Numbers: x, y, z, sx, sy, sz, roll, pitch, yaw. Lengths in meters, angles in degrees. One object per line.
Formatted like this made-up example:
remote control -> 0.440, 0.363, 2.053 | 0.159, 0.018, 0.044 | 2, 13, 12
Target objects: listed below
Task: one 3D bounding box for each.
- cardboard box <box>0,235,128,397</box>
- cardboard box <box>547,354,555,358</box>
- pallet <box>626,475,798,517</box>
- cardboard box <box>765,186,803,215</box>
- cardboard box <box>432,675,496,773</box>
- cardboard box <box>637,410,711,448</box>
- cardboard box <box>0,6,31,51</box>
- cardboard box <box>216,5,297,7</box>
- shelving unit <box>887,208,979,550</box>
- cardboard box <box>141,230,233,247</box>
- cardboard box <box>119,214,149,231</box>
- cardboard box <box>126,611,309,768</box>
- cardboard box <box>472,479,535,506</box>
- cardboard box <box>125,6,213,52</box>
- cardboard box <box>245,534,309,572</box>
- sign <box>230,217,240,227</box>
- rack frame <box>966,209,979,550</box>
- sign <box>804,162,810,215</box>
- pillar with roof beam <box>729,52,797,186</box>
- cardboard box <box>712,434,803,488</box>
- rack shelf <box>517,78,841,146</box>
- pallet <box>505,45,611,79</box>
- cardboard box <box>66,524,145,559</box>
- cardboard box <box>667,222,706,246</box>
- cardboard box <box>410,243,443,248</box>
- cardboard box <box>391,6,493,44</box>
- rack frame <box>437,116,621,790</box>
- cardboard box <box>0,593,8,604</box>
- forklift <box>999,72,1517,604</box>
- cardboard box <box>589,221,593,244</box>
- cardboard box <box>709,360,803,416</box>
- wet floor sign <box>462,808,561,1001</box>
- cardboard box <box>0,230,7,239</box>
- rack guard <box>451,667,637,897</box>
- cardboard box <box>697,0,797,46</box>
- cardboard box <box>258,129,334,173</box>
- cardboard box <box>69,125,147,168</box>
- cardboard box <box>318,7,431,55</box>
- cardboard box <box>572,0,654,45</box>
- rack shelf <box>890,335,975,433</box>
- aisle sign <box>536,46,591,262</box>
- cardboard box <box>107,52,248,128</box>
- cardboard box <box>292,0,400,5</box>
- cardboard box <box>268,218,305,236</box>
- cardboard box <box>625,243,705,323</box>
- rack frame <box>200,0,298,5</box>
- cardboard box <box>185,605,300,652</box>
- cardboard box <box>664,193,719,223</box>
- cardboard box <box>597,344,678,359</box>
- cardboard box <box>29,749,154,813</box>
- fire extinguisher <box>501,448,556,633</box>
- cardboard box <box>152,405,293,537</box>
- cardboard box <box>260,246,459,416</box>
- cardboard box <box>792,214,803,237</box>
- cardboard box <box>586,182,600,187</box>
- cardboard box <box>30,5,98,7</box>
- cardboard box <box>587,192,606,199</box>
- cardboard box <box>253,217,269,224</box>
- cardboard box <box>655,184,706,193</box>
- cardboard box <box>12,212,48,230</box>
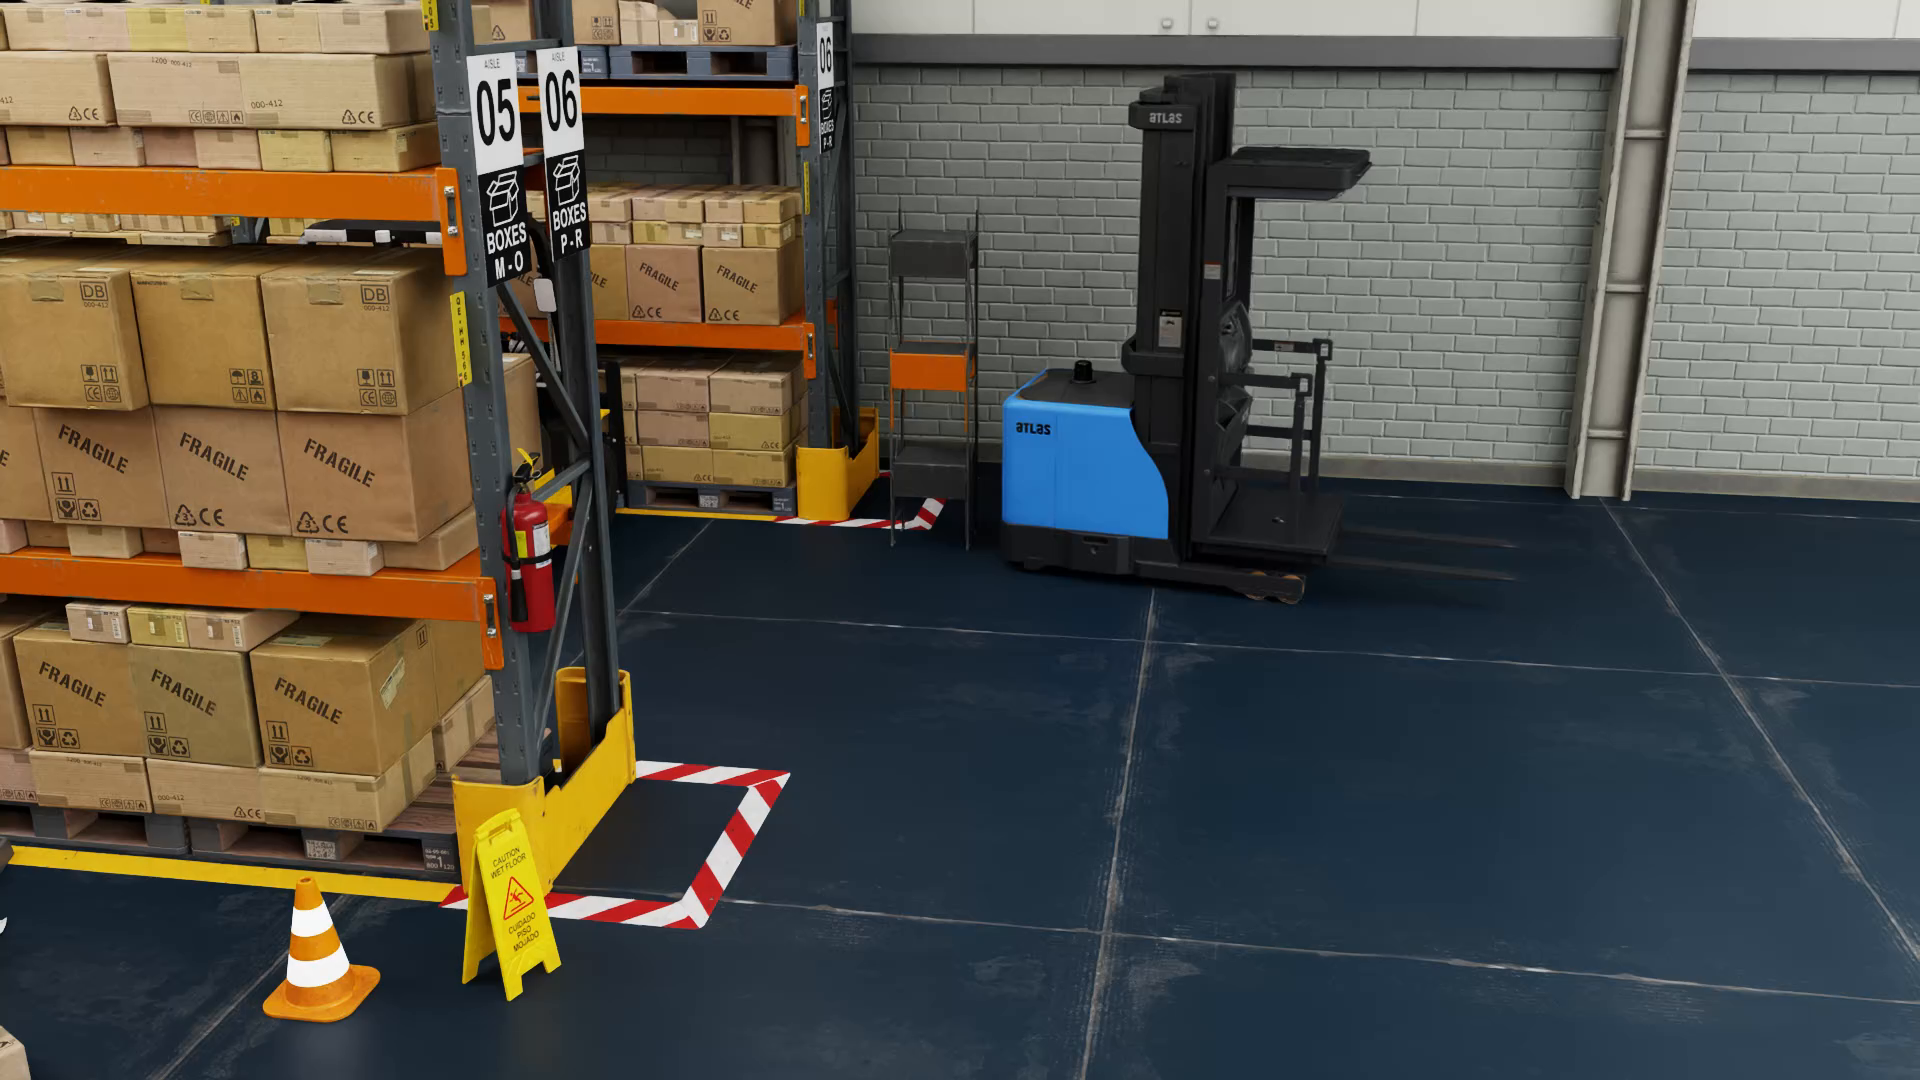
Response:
cardboard box -> -3.680, -0.892, 6.540 | 0.500, 0.500, 0.700 | 3, 19, 8
cardboard box -> -2.877, -1.106, 11.479 | 0.500, 0.250, 0.500 | 3, 19, 8
pallet -> -1.631, -0.441, 11.787 | 1.213, 0.211, 1.003 | 3, 19, 9
cardboard box -> -1.167, -2.318, 11.354 | 0.250, 0.149, 0.380 | 3, 19, 8
cardboard box -> -2.405, 0.795, 7.371 | 0.500, 0.250, 0.500 | 3, 19, 8
cardboard box -> -1.893, -0.825, 11.425 | 0.500, 0.250, 0.500 | 3, 19, 8
cardboard box -> -3.553, -1.855, 6.032 | 0.250, 0.149, 0.380 | 3, 19, 10
cardboard box -> -2.696, -2.021, 6.529 | 0.250, 0.149, 0.380 | 3, 19, 8
shelving unit -> -0.163, -1.004, 10.495 | 0.503, 2.100, 0.431 | 3, 19, 9
cardboard box -> -5.344, -2.050, 11.650 | 0.500, 0.250, 0.500 | 3, 19, 7
cardboard box -> -5.682, -2.278, 11.703 | 0.250, 0.149, 0.380 | 3, 19, 9
cardboard box -> -3.001, 0.583, 6.823 | 0.500, 0.500, 0.500 | 4, 19, 11
cardboard box -> -1.955, -0.145, 6.906 | 0.250, 0.149, 0.380 | 3, 19, 9
cardboard box -> -2.779, -1.849, 6.015 | 0.250, 0.149, 0.380 | 3, 19, 9
cardboard box -> -2.573, -0.013, 6.510 | 0.250, 0.149, 0.380 | 3, 19, 8
sign -> -4.895, -2.280, 11.190 | 0.005, 0.325, 0.100 | 3, 19, 9
rack frame -> 0.078, -0.992, 10.458 | 0.015, 2.100, 0.400 | 3, 19, 9
sign -> -0.969, -2.230, 10.542 | 0.005, 0.325, 0.100 | 3, 19, 9
pillar with roof beam -> -2.096, -3.551, 7.235 | 0.400, 9.000, 9.100 | 3, 19, 9
cardboard box -> -1.383, -0.558, 11.414 | 0.500, 0.250, 0.500 | 3, 19, 9
rack shelf -> -2.844, -2.920, 11.208 | 4.000, 0.370, 1.077 | 3, 19, 9
pallet -> -2.771, -3.223, 11.119 | 1.213, 0.211, 1.003 | 3, 19, 9
cardboard box -> -3.330, -0.058, 6.644 | 0.250, 0.149, 0.380 | 3, 19, 8
cardboard box -> -1.759, -2.058, 11.047 | 0.250, 0.149, 0.380 | 3, 19, 10
cardboard box -> -3.405, -1.836, 11.406 | 0.500, 0.500, 0.500 | 3, 19, 8
cardboard box -> -1.971, -1.946, 6.303 | 0.250, 0.149, 0.380 | 3, 19, 8
rack frame -> -1.653, -0.182, 6.621 | 0.127, 3.000, 1.000 | 3, 19, 9
cardboard box -> -4.174, 0.235, 6.840 | 0.250, 0.149, 0.380 | 4, 19, 12
forklift -> 1.817, -1.208, 9.793 | 3.031, 2.935, 1.130 | 6, 19, 17
cardboard box -> -2.526, -2.079, 11.110 | 0.250, 0.149, 0.380 | 3, 19, 9
cardboard box -> -1.373, -1.032, 11.257 | 0.500, 0.250, 0.500 | 4, 19, 10
wet floor sign -> -1.635, 1.279, 5.964 | 0.232, 0.644, 0.267 | 10, 21, 27
cardboard box -> -6.852, -2.132, 11.896 | 0.500, 0.250, 0.500 | 3, 19, 9
rack guard -> -1.728, 0.999, 7.029 | 0.348, 0.500, 1.175 | 3, 19, 9
cardboard box -> -1.345, -3.400, 10.533 | 0.500, 0.500, 0.500 | 4, 19, 10
cardboard box -> -2.300, -1.418, 5.983 | 0.250, 0.149, 0.380 | 3, 19, 9
cardboard box -> -3.050, -1.474, 6.149 | 0.250, 0.149, 0.380 | 3, 19, 8
cardboard box -> -2.033, -1.788, 5.833 | 0.250, 0.149, 0.380 | 3, 19, 9
cardboard box -> -2.340, -3.483, 10.781 | 0.500, 0.500, 0.700 | 3, 19, 9
rack shelf -> -0.163, -0.991, 10.499 | 0.480, 0.518, 0.431 | 3, 19, 9
aisle sign -> -1.542, -1.509, 6.489 | 0.004, 0.787, 0.394 | 3, 19, 9
cardboard box -> -2.695, -1.646, 6.036 | 0.500, 0.250, 0.500 | 3, 19, 8
cardboard box -> -4.036, -3.448, 10.973 | 0.500, 0.311, 0.500 | 3, 19, 10
cardboard box -> -4.545, -2.196, 11.458 | 0.250, 0.149, 0.380 | 3, 19, 8
cardboard box -> -1.907, -1.757, 11.168 | 0.500, 0.500, 0.500 | 4, 19, 10
rack frame -> -4.818, -4.784, 10.919 | 0.127, 3.000, 1.000 | 3, 19, 9
cardboard box -> -2.858, 0.303, 6.637 | 0.250, 0.149, 0.380 | 3, 19, 10
cardboard box -> -1.767, -2.193, 10.982 | 0.250, 0.149, 0.380 | 3, 19, 10
cardboard box -> -2.299, -1.243, 11.887 | 0.500, 0.250, 0.500 | 3, 19, 8
cardboard box -> -3.521, 0.913, 7.019 | 0.500, 0.250, 0.500 | 2, 19, 7
fire extinguisher -> -1.613, 0.004, 6.185 | 0.183, 0.674, 0.296 | 3, 19, 9
cardboard box -> -2.726, -0.339, 6.461 | 0.500, 0.500, 0.500 | 3, 19, 9
cardboard box -> -2.192, -0.802, 6.272 | 0.500, 0.500, 0.700 | 2, 19, 7
cardboard box -> -1.163, -2.191, 11.444 | 0.250, 0.149, 0.380 | 2, 19, 7
cardboard box -> -2.689, -2.404, 11.613 | 0.250, 0.149, 0.380 | 3, 19, 9
cardboard box -> -3.469, -2.032, 6.561 | 0.250, 0.149, 0.380 | 3, 19, 10
cardboard box -> -2.532, -2.219, 11.058 | 0.250, 0.149, 0.380 | 3, 19, 10
cardboard box -> -5.131, -2.379, 12.006 | 0.250, 0.149, 0.380 | 2, 19, 7
cardboard box -> -1.925, -2.367, 11.502 | 0.250, 0.149, 0.380 | 3, 19, 9
cardboard box -> -6.457, -2.297, 11.760 | 0.250, 0.149, 0.380 | 3, 19, 9
